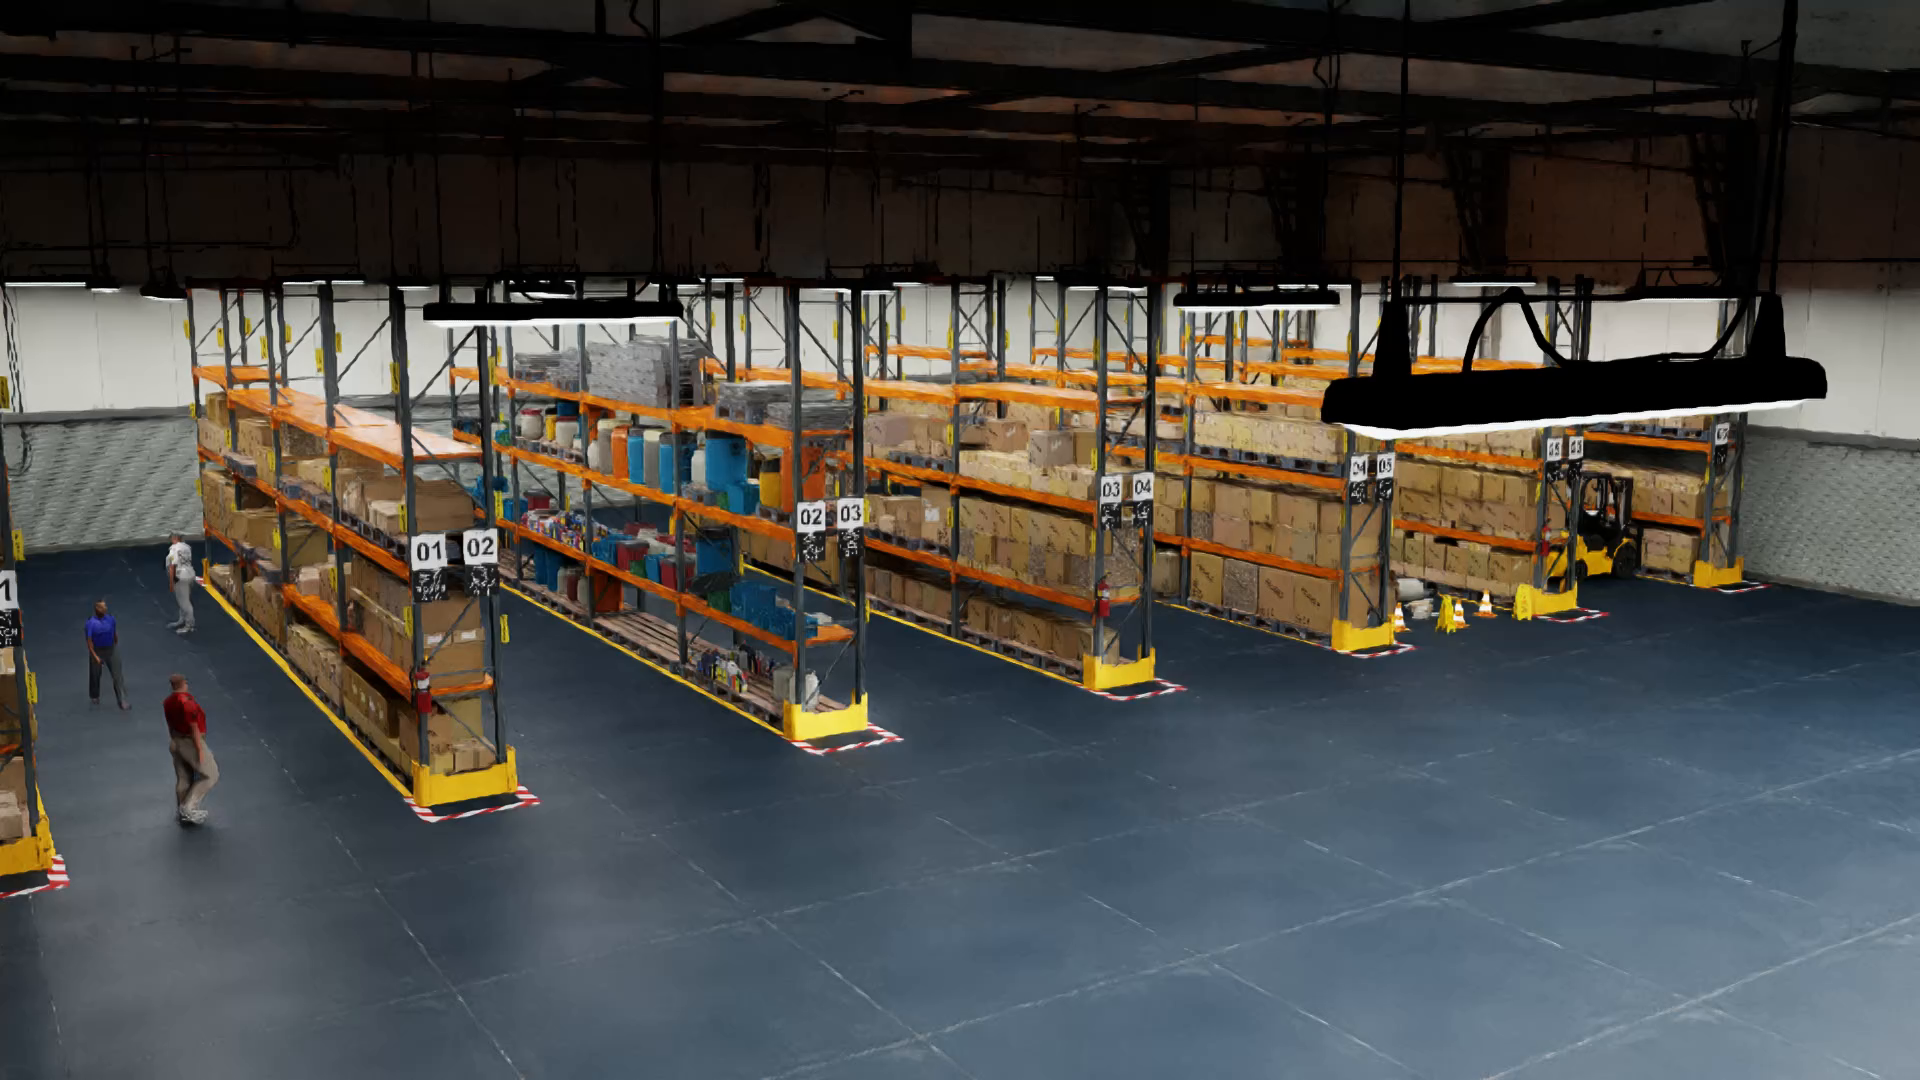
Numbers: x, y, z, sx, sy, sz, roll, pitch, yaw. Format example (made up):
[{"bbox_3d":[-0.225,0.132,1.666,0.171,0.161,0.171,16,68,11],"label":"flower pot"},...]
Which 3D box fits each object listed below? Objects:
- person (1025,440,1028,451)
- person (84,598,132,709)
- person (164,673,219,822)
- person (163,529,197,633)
[{"bbox_3d":[1.919,-2.623,48.296,0.651,1.770,0.494,4,10,20],"label":"person"},{"bbox_3d":[-12.161,1.613,23.596,0.443,1.573,0.995,-8,12,-40],"label":"person"},{"bbox_3d":[-8.761,2.354,18.833,0.578,1.725,0.459,6,11,32],"label":"person"},{"bbox_3d":[-13.444,0.682,28.611,0.586,1.748,0.654,0,10,-2],"label":"person"}]
